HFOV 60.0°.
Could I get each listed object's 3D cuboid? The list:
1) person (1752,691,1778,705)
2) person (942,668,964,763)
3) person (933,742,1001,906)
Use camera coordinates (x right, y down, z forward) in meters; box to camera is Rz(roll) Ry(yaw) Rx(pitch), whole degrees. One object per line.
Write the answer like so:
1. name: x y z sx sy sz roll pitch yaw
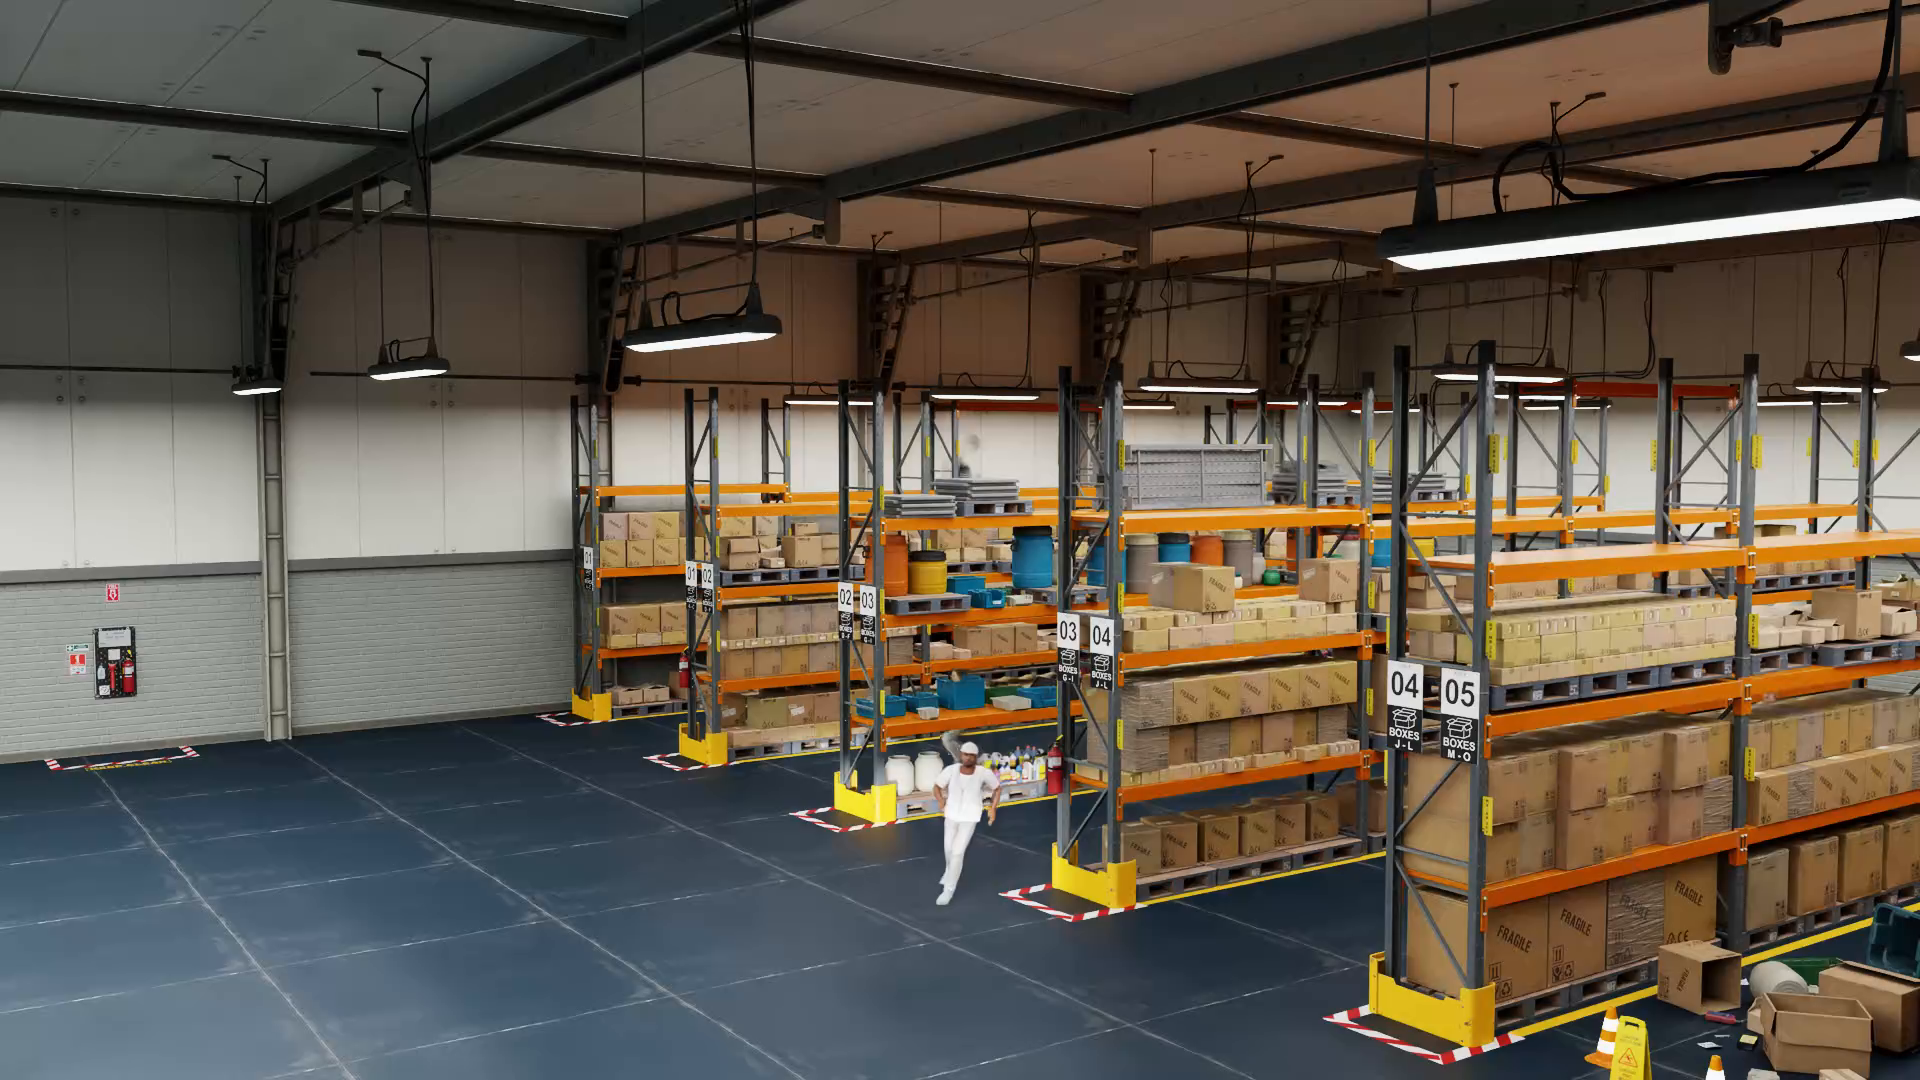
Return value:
1. person: 11.222 2.899 23.179 0.705 1.738 0.621 3 5 45
2. person: -0.088 2.798 25.669 0.571 1.633 0.550 -2 4 -32
3. person: 0.030 3.154 18.755 0.758 1.752 0.951 1 4 18
